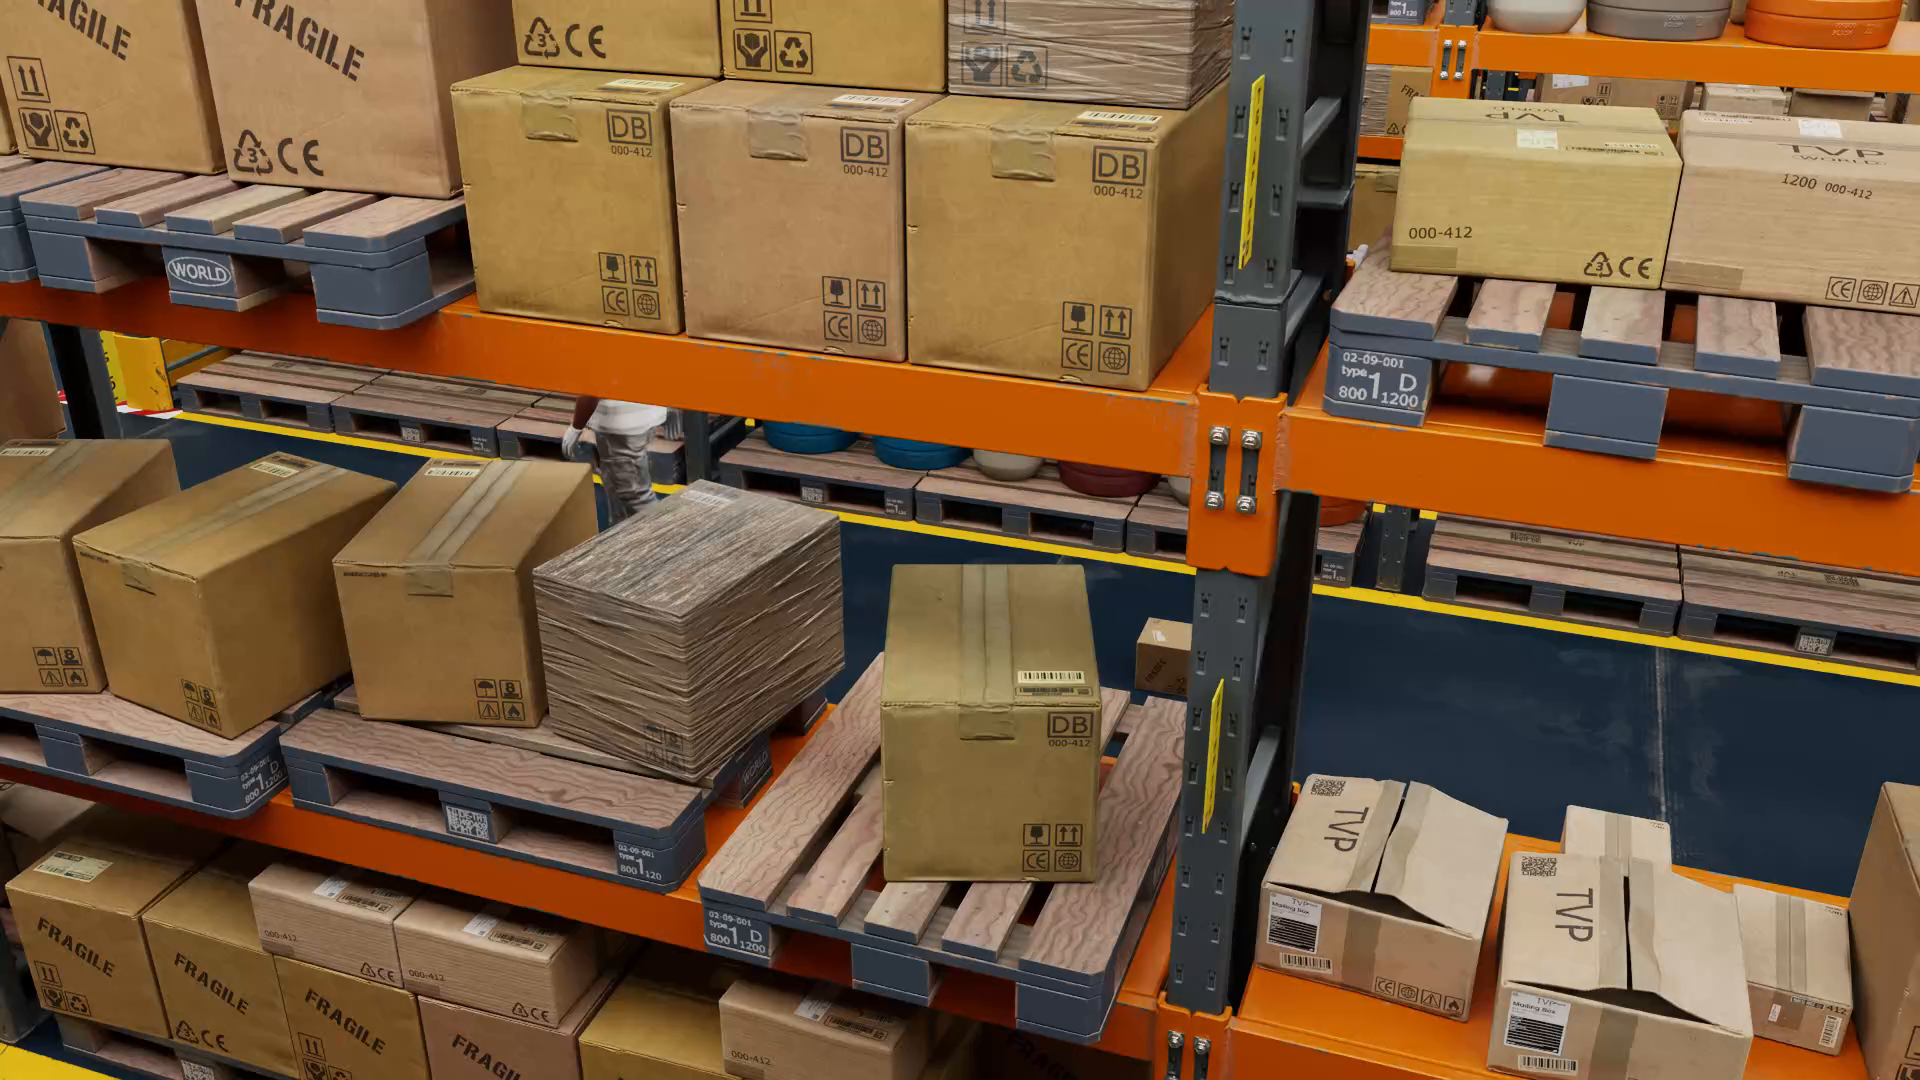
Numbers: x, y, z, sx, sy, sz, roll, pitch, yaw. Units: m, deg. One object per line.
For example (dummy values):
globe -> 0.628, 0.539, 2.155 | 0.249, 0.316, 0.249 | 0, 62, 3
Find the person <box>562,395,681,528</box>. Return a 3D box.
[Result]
person -> -1.709, -0.563, 8.292 | 0.655, 1.842, 0.603 | 10, 27, 20
